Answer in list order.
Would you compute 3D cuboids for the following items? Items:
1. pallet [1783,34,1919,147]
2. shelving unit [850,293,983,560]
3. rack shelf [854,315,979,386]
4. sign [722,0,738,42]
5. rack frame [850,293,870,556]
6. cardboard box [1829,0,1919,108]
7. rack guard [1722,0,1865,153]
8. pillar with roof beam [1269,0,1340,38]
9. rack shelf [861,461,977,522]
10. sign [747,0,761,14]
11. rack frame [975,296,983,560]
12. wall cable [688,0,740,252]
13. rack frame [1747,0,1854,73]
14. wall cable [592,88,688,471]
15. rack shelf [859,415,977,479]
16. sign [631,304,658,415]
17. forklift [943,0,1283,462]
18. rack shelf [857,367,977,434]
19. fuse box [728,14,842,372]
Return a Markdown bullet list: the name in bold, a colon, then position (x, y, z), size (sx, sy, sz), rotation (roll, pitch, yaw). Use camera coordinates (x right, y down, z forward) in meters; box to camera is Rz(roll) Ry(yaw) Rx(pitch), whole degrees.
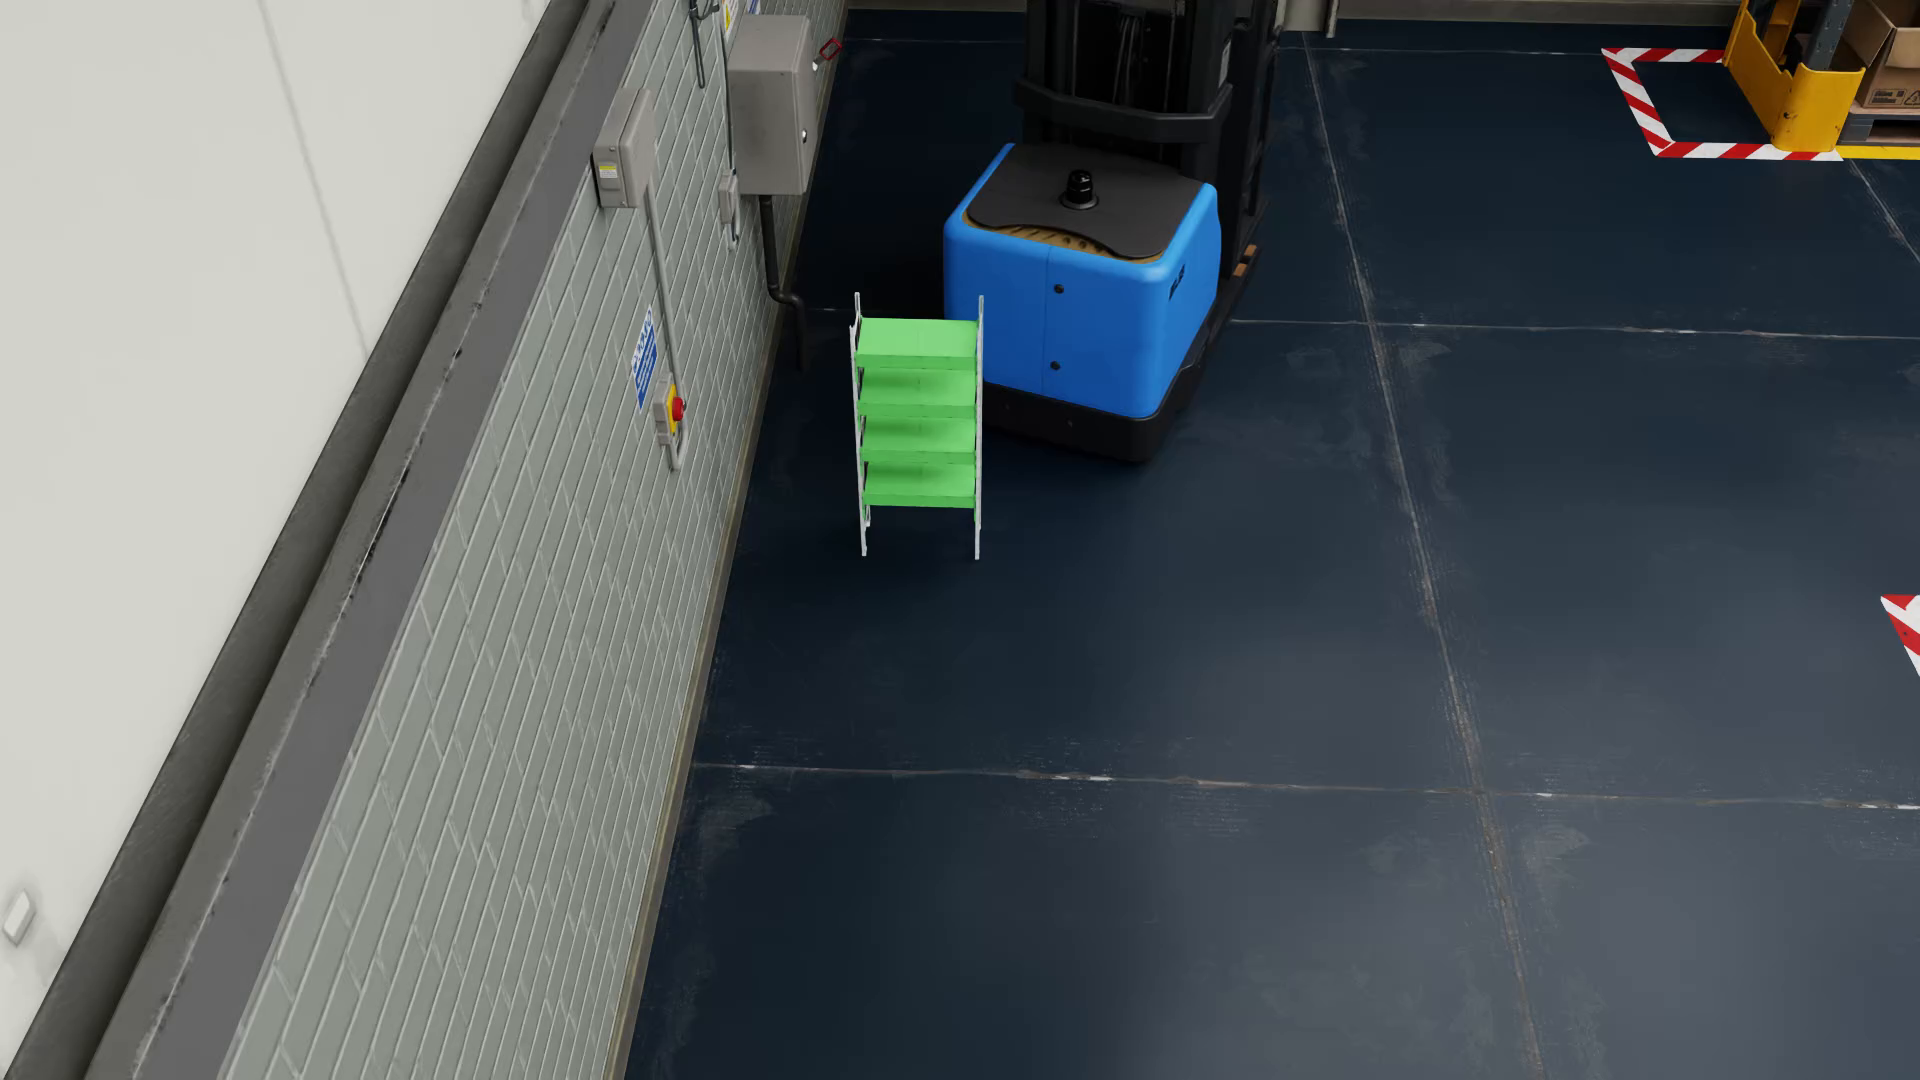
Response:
- **pallet**: position (5.749, -2.708, 10.002), size (1.213, 0.211, 1.003), rotation (2, 43, 2)
- **shelving unit**: position (-0.165, -0.444, 6.846), size (0.503, 1.200, 0.258), rotation (2, 43, 2)
- **rack shelf**: position (-0.165, -0.749, 6.563), size (0.480, 0.148, 0.258), rotation (2, 43, 2)
- **sign**: position (-0.946, -2.228, 6.836), size (0.001, 0.242, 0.339), rotation (2, 43, 2)
- **rack frame**: position (-0.409, -0.452, 6.854), size (0.015, 1.200, 0.240), rotation (2, 43, 2)
- **cardboard box**: position (5.484, -2.911, 9.698), size (0.637, 0.503, 0.797), rotation (0, 43, 0)
- **rack guard**: position (4.953, -2.838, 9.929), size (0.348, 0.500, 1.175), rotation (2, 43, 2)
- **pillar with roof beam**: position (2.030, -3.715, 4.636), size (0.400, 9.000, 9.100), rotation (2, 43, 2)
- **rack shelf**: position (-0.165, -0.222, 7.054), size (0.480, 0.148, 0.258), rotation (2, 43, 2)
- **sign**: position (-0.921, -2.265, 7.551), size (0.001, 0.494, 0.329), rotation (2, 43, 2)
- **rack frame**: position (0.078, -0.437, 6.838), size (0.015, 1.200, 0.240), rotation (2, 43, 2)
- **wall cable**: position (-0.925, -1.869, 6.311), size (0.122, 1.984, 0.588), rotation (2, 43, 2)
- **rack frame**: position (4.877, -3.754, 9.080), size (0.127, 3.000, 1.000), rotation (2, 43, 2)
- **wall cable**: position (-0.977, -0.915, 5.263), size (0.123, 1.953, 0.585), rotation (2, 43, 2)
- **rack shelf**: position (-0.165, -0.397, 6.890), size (0.480, 0.148, 0.258), rotation (2, 43, 2)
- **sign**: position (-1.040, -0.600, 5.495), size (0.001, 0.218, 0.327), rotation (2, 43, 2)
- **forklift**: position (0.939, -2.442, 7.721), size (1.130, 2.935, 3.031), rotation (16, 45, 16)
- **rack shelf**: position (-0.165, -0.573, 6.726), size (0.480, 0.148, 0.258), rotation (2, 43, 2)
- **fuse box**: position (-0.737, -1.486, 7.590), size (0.414, 1.711, 0.539), rotation (2, 43, 2)
